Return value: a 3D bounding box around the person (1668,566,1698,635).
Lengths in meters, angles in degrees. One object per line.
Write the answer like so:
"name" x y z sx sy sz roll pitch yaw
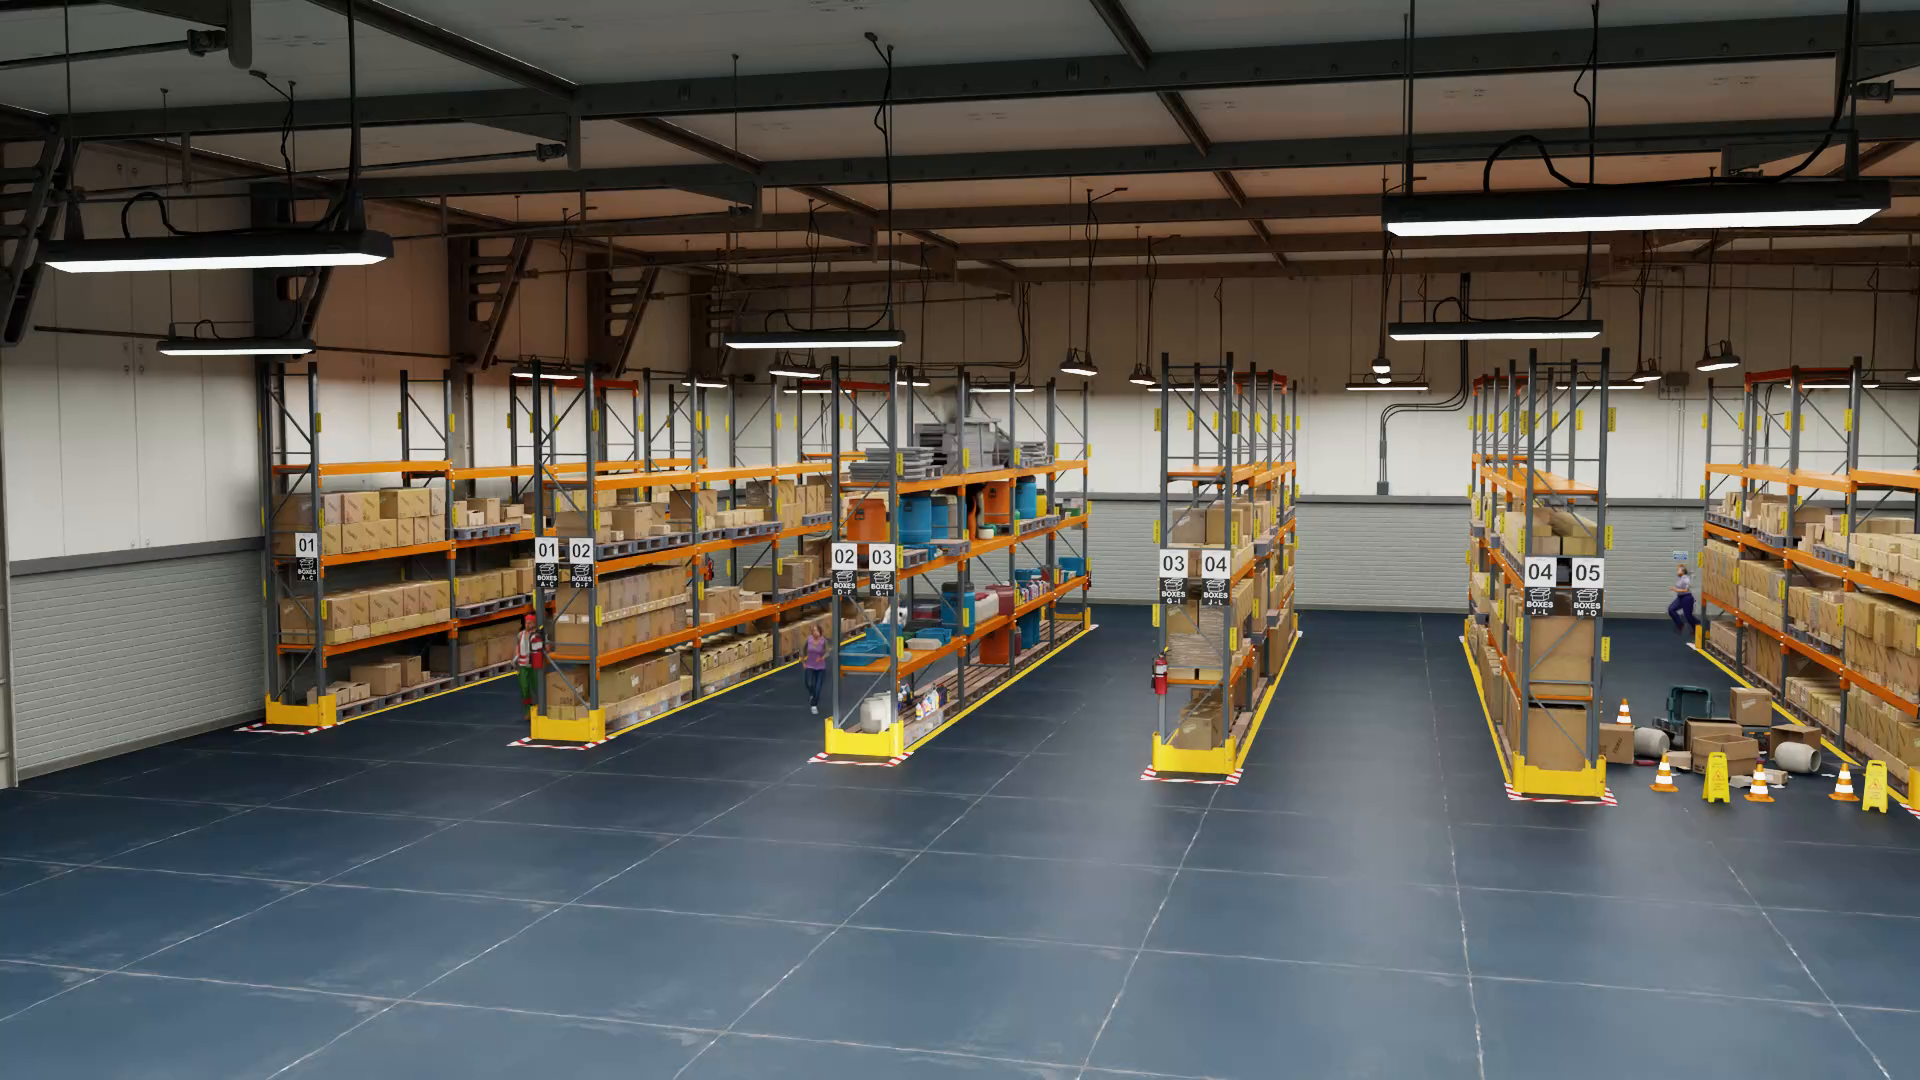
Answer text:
"person" 17.056 1.432 39.145 0.785 1.632 0.631 0 4 1

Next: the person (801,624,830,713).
"person" -2.501 2.218 28.620 0.530 1.552 0.561 0 4 2

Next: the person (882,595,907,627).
"person" -1.212 1.888 32.556 0.625 1.700 0.810 1 4 15

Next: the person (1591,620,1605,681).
"person" 11.892 1.941 31.583 0.654 1.681 0.654 0 4 4

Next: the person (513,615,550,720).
"person" -7.251 2.135 28.166 0.660 1.763 0.840 0 4 6
